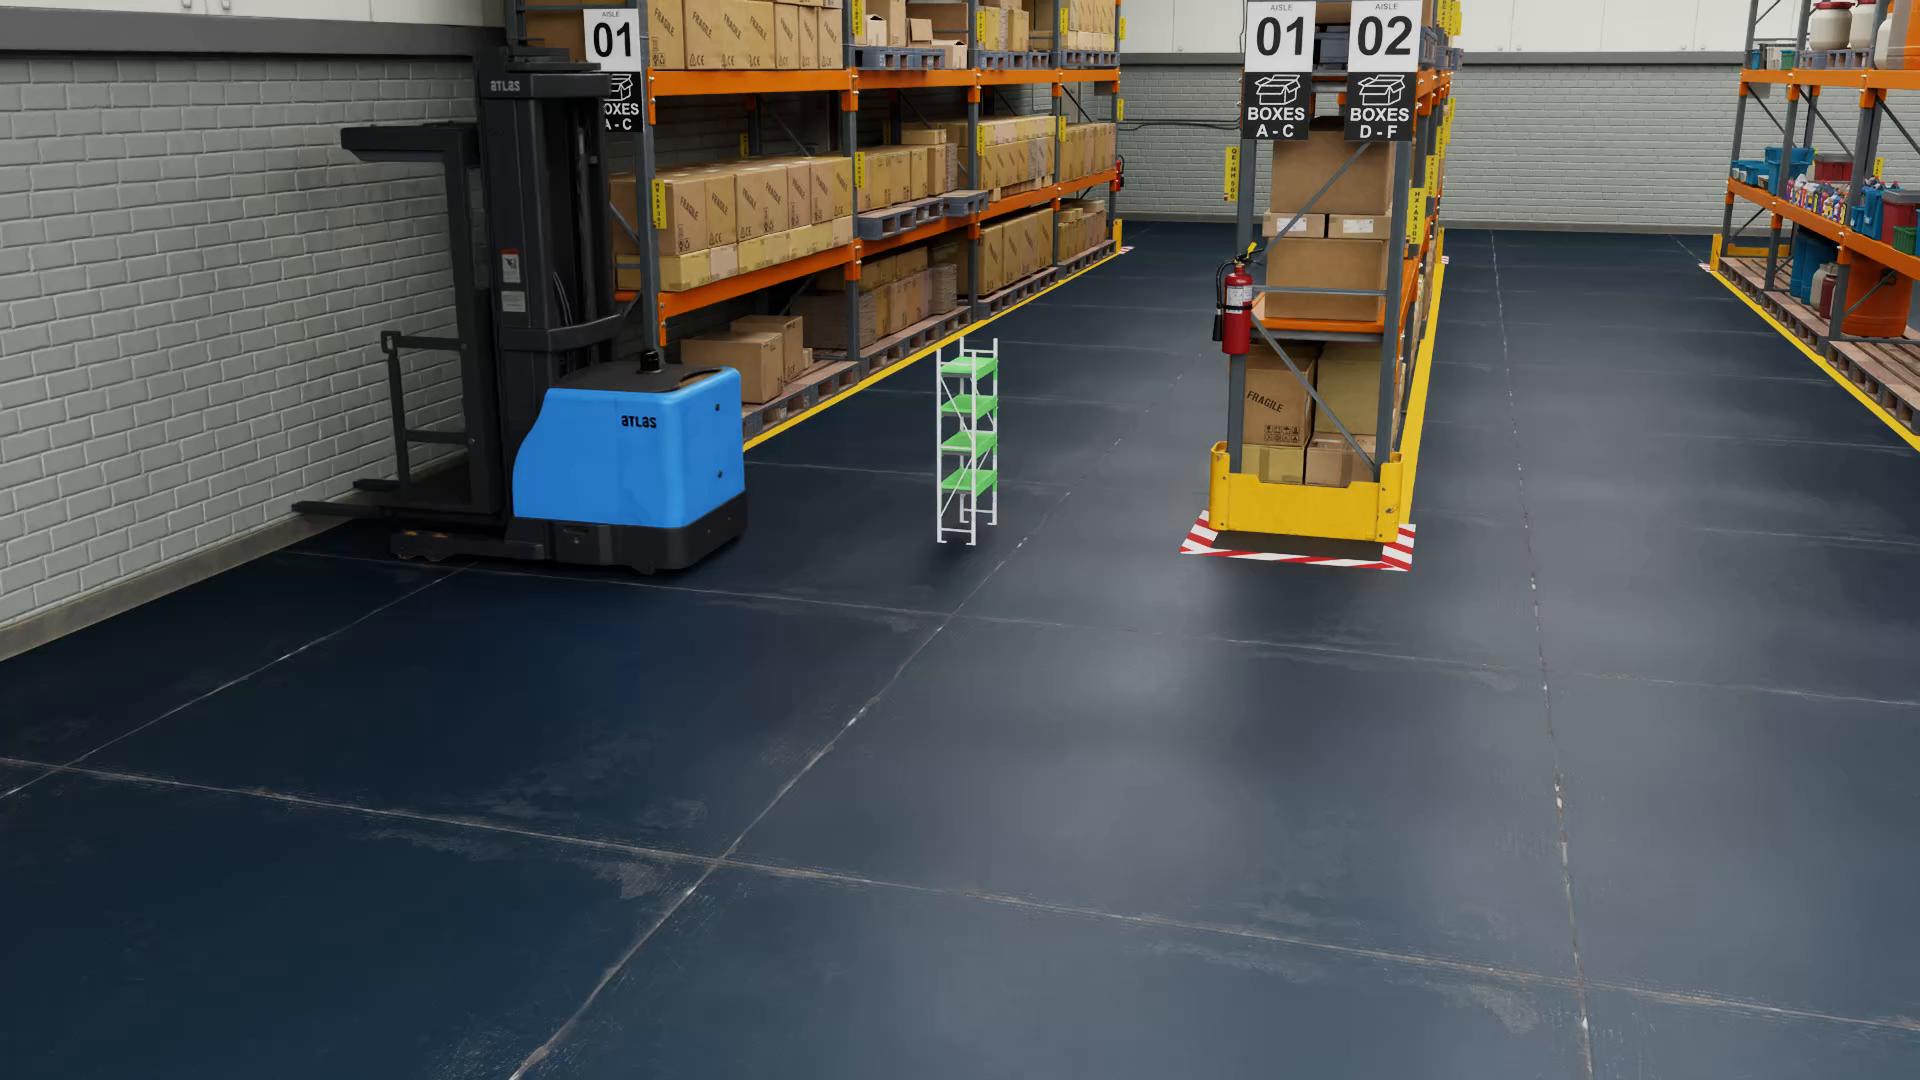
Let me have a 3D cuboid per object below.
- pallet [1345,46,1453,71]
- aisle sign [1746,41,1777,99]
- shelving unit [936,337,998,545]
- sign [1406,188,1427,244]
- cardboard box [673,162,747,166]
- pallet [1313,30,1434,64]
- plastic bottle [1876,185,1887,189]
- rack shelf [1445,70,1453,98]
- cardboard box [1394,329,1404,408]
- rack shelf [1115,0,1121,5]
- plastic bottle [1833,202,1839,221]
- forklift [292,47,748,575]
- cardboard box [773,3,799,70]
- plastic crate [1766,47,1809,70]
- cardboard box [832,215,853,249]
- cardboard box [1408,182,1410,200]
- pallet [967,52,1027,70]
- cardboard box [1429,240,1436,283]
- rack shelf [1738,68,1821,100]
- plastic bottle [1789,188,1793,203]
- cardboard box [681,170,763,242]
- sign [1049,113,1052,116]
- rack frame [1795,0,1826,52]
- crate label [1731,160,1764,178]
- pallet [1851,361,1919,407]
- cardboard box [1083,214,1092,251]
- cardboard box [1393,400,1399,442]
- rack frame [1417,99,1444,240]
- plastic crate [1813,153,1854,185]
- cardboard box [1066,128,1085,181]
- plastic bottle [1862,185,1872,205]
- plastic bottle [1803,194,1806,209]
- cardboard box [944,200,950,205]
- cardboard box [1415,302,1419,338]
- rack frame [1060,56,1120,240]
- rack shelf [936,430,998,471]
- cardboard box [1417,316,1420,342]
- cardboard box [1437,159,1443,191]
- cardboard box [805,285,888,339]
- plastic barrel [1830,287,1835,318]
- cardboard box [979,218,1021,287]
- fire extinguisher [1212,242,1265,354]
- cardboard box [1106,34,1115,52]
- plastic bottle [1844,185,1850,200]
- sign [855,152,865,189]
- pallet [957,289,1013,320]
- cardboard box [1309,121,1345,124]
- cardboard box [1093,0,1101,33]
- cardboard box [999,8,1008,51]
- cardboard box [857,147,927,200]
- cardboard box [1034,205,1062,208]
[{"bbox_3d":[4.038,-4.487,15.502,1.003,0.211,1.213,5,17,18],"label":"pallet"},{"bbox_3d":[11.217,-6.613,23.383,0.394,0.787,0.004,5,16,16],"label":"aisle sign"},{"bbox_3d":[0.047,-0.621,10.318,0.258,1.200,0.503,5,16,16],"label":"shelving unit"},{"bbox_3d":[2.717,-1.929,9.903,0.100,0.325,0.005,5,16,16],"label":"sign"},{"bbox_3d":[-2.059,-2.876,13.834,0.500,0.500,0.500,5,17,17],"label":"cardboard box"},{"bbox_3d":[2.757,-3.423,11.566,1.003,0.211,1.213,5,16,16],"label":"pallet"},{"bbox_3d":[10.257,-3.823,18.539,0.152,0.276,0.135,5,16,16],"label":"plastic bottle"},{"bbox_3d":[6.165,-6.279,22.792,1.077,0.370,4.000,5,16,16],"label":"rack shelf"},{"bbox_3d":[2.981,-1.275,12.222,0.500,0.500,0.500,5,16,16],"label":"cardboard box"},{"bbox_3d":[1.414,-7.913,23.788,1.077,0.370,4.000,5,16,16],"label":"rack shelf"},{"bbox_3d":[9.057,-3.385,17.132,0.097,0.201,0.097,0,16,0],"label":"plastic bottle"},{"bbox_3d":[-2.893,-1.414,9.943,3.031,2.935,1.130,4,16,15],"label":"forklift"},{"bbox_3d":[-1.611,-4.019,13.286,0.500,0.500,0.500,4,16,14],"label":"cardboard box"},{"bbox_3d":[10.556,-6.150,21.237,0.437,0.282,0.530,5,16,16],"label":"plastic crate"},{"bbox_3d":[-1.271,-2.739,14.728,0.500,0.250,0.500,5,16,16],"label":"cardboard box"},{"bbox_3d":[3.379,-2.774,13.240,0.380,0.149,0.250,4,16,15],"label":"cardboard box"},{"bbox_3d":[0.156,-5.813,20.176,1.003,0.211,1.213,5,17,18],"label":"pallet"},{"bbox_3d":[5.731,-3.517,21.005,0.500,0.500,0.500,5,16,16],"label":"cardboard box"},{"bbox_3d":[10.913,-5.894,21.434,1.077,0.370,4.000,5,16,16],"label":"rack shelf"},{"bbox_3d":[9.778,-4.049,19.471,0.097,0.201,0.097,0,16,0],"label":"plastic bottle"},{"bbox_3d":[-1.837,-2.566,12.742,0.500,0.500,0.500,4,16,14],"label":"cardboard box"},{"bbox_3d":[1.452,-6.588,26.327,0.100,0.325,0.005,5,16,16],"label":"sign"},{"bbox_3d":[10.345,-7.160,19.082,1.000,3.000,0.127,5,16,16],"label":"rack frame"},{"bbox_3d":[11.096,-5.230,23.467,0.416,0.233,0.303,5,16,16],"label":"crate label"},{"bbox_3d":[8.602,-1.368,14.766,1.003,0.211,1.213,5,16,16],"label":"pallet"},{"bbox_3d":[1.595,-4.635,24.983,0.700,0.500,0.500,4,16,14],"label":"cardboard box"},{"bbox_3d":[2.980,-0.914,12.324,0.500,0.250,0.500,5,16,16],"label":"cardboard box"},{"bbox_3d":[5.597,-4.659,21.258,1.000,3.000,0.127,5,16,16],"label":"rack frame"},{"bbox_3d":[10.839,-4.548,20.638,0.402,0.464,0.583,5,16,16],"label":"plastic crate"},{"bbox_3d":[1.229,-5.518,23.736,0.980,0.700,0.700,4,16,14],"label":"cardboard box"},{"bbox_3d":[10.132,-3.826,18.557,0.097,0.271,0.097,0,16,0],"label":"plastic bottle"},{"bbox_3d":[9.525,-3.816,18.651,0.097,0.201,0.097,0,16,0],"label":"plastic bottle"},{"bbox_3d":[0.025,-3.953,19.191,0.380,0.149,0.250,4,16,15],"label":"cardboard box"},{"bbox_3d":[3.973,-2.070,15.371,0.500,0.311,0.500,4,16,14],"label":"cardboard box"},{"bbox_3d":[1.983,-6.089,26.298,1.000,3.000,0.127,5,16,16],"label":"rack frame"},{"bbox_3d":[0.047,-0.559,10.336,0.258,0.148,0.480,5,16,16],"label":"rack shelf"},{"bbox_3d":[4.255,-2.069,16.395,0.500,0.250,0.500,5,17,17],"label":"cardboard box"},{"bbox_3d":[6.003,-4.819,21.640,0.500,0.500,0.500,5,17,17],"label":"cardboard box"},{"bbox_3d":[-1.136,-2.291,16.685,0.700,0.500,0.500,4,16,15],"label":"cardboard box"},{"bbox_3d":[9.405,-2.516,17.494,0.421,0.512,0.421,0,16,0],"label":"plastic barrel"},{"bbox_3d":[0.299,-3.574,20.604,0.750,0.750,0.750,5,16,16],"label":"cardboard box"},{"bbox_3d":[1.707,-1.487,10.218,0.296,0.674,0.183,5,16,16],"label":"fire extinguisher"},{"bbox_3d":[2.029,-7.497,25.090,0.500,0.250,0.500,5,17,18],"label":"cardboard box"},{"bbox_3d":[10.418,-4.055,19.492,0.097,0.201,0.097,0,16,0],"label":"plastic bottle"},{"bbox_3d":[-0.905,-3.325,14.970,0.100,0.325,0.005,5,16,16],"label":"sign"},{"bbox_3d":[0.006,-2.854,20.006,1.003,0.211,1.213,5,16,16],"label":"pallet"},{"bbox_3d":[2.775,-2.728,11.888,0.700,0.500,0.500,5,16,16],"label":"cardboard box"},{"bbox_3d":[1.743,-7.591,24.044,0.500,0.500,0.500,4,16,13],"label":"cardboard box"},{"bbox_3d":[0.191,-6.246,20.368,0.700,0.500,0.500,5,16,16],"label":"cardboard box"},{"bbox_3d":[-0.747,-3.804,17.254,0.700,0.500,0.500,5,16,16],"label":"cardboard box"},{"bbox_3d":[1.292,-4.859,24.587,0.380,0.149,0.250,4,16,15],"label":"cardboard box"}]
